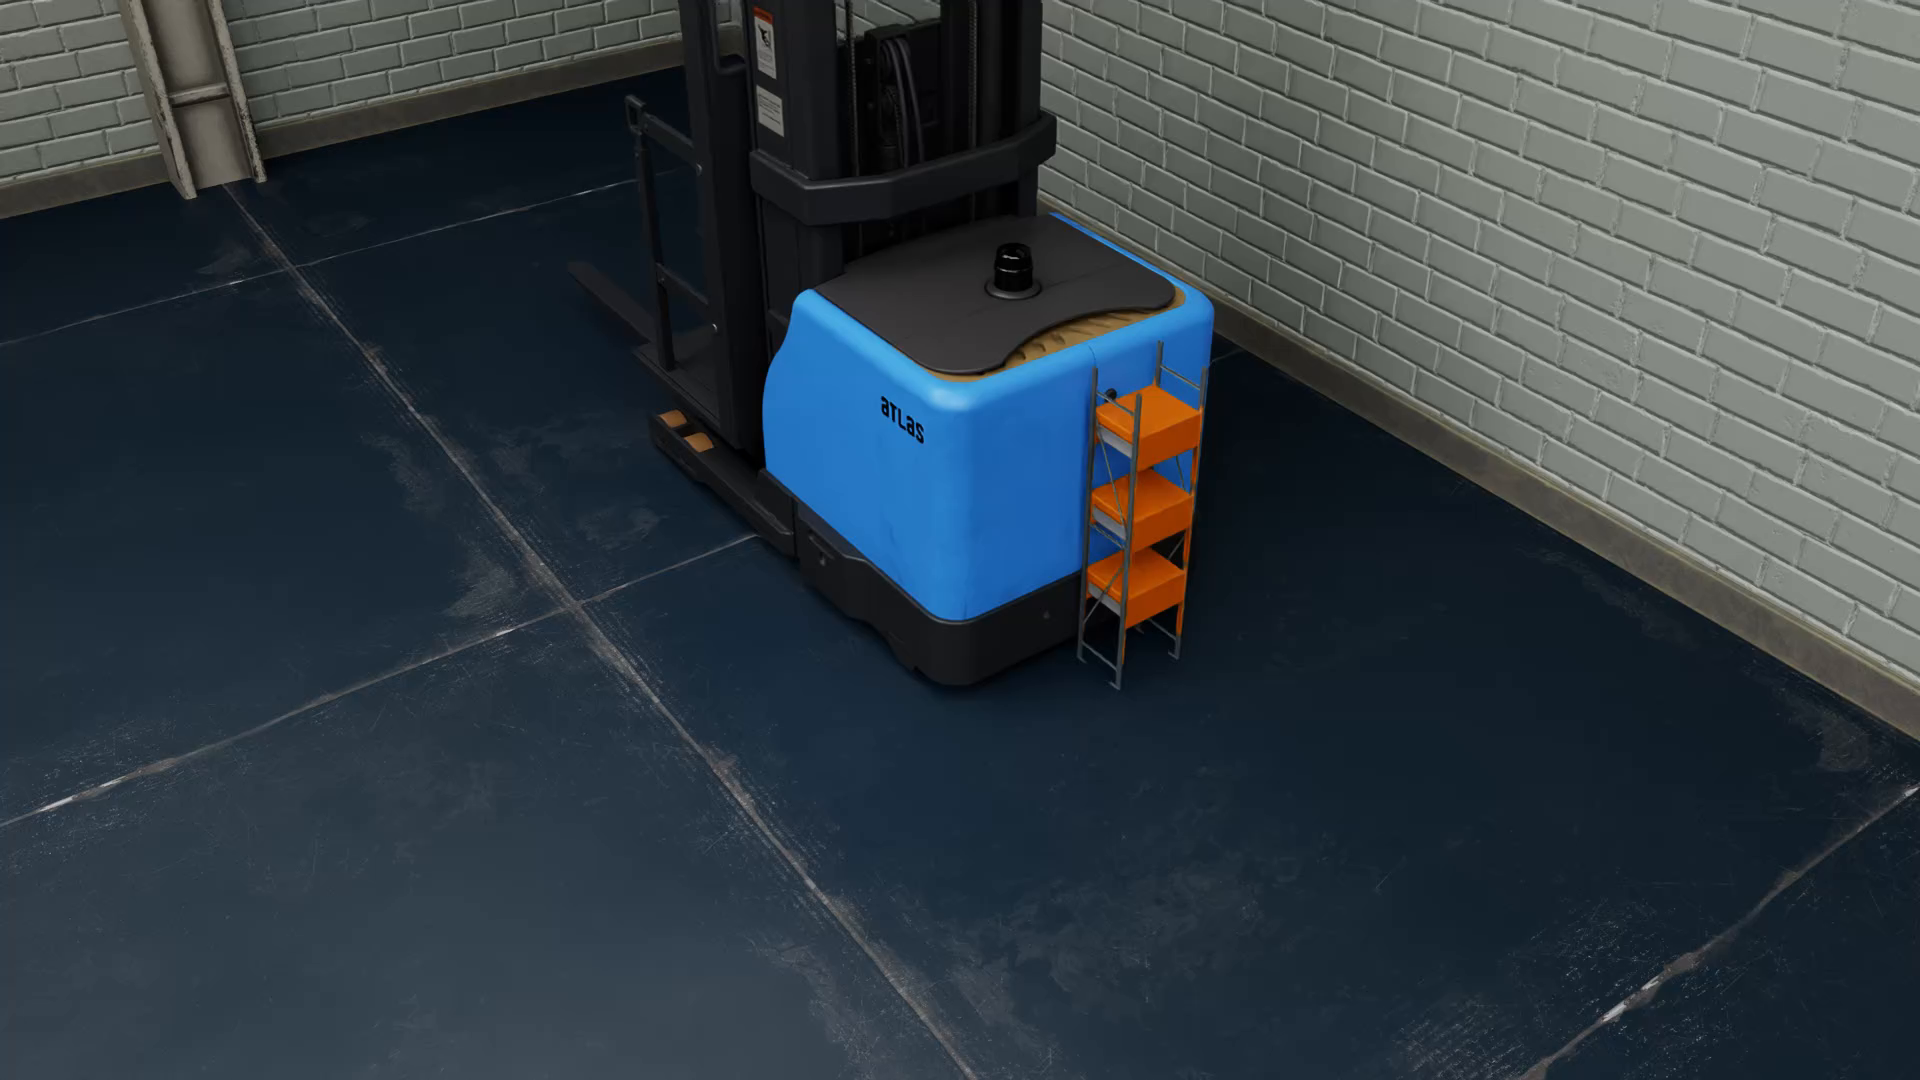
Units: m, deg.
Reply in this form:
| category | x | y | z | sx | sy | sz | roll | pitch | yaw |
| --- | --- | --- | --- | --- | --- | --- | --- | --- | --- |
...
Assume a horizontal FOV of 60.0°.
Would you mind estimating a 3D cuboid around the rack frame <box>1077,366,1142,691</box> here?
| category | x | y | z | sx | sy | sz | roll | pitch | yaw |
| --- | --- | --- | --- | --- | --- | --- | --- | --- | --- |
| rack frame | 0.430 | -0.010 | 4.865 | 0.008 | 1.050 | 0.200 | -23 | 42 | -29 |

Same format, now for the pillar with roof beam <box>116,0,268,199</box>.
| category | x | y | z | sx | sy | sz | roll | pitch | yaw |
| --- | --- | --- | --- | --- | --- | --- | --- | --- | --- |
| pillar with roof beam | -1.190 | -3.384 | 2.748 | 0.400 | 9.000 | 9.100 | -22 | 41 | -28 |

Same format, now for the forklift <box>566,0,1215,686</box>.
| category | x | y | z | sx | sy | sz | roll | pitch | yaw |
| --- | --- | --- | --- | --- | --- | --- | --- | --- | --- |
| forklift | -0.497 | -1.562 | 5.412 | 1.130 | 2.935 | 3.031 | -23 | 42 | -28 |

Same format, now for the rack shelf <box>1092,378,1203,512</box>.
| category | x | y | z | sx | sy | sz | roll | pitch | yaw |
| --- | --- | --- | --- | --- | --- | --- | --- | --- | --- |
| rack shelf | 0.528 | -0.275 | 4.765 | 0.240 | 0.259 | 0.215 | -23 | 42 | -29 |

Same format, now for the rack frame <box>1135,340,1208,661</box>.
| category | x | y | z | sx | sy | sz | roll | pitch | yaw |
| --- | --- | --- | --- | --- | --- | --- | --- | --- | --- |
| rack frame | 0.626 | -0.096 | 4.984 | 0.008 | 1.050 | 0.200 | -23 | 42 | -29 |

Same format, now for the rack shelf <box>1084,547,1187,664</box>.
| category | x | y | z | sx | sy | sz | roll | pitch | yaw |
| --- | --- | --- | --- | --- | --- | --- | --- | --- | --- |
| rack shelf | 0.528 | 0.181 | 5.093 | 0.240 | 0.259 | 0.215 | -23 | 42 | -29 |

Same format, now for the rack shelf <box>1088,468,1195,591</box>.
| category | x | y | z | sx | sy | sz | roll | pitch | yaw |
| --- | --- | --- | --- | --- | --- | --- | --- | --- | --- |
| rack shelf | 0.528 | -0.044 | 4.931 | 0.240 | 0.259 | 0.215 | -23 | 42 | -29 |

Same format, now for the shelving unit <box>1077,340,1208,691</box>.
| category | x | y | z | sx | sy | sz | roll | pitch | yaw |
| --- | --- | --- | --- | --- | --- | --- | --- | --- | --- |
| shelving unit | 0.528 | -0.053 | 4.925 | 0.252 | 1.050 | 0.215 | -23 | 42 | -29 |
